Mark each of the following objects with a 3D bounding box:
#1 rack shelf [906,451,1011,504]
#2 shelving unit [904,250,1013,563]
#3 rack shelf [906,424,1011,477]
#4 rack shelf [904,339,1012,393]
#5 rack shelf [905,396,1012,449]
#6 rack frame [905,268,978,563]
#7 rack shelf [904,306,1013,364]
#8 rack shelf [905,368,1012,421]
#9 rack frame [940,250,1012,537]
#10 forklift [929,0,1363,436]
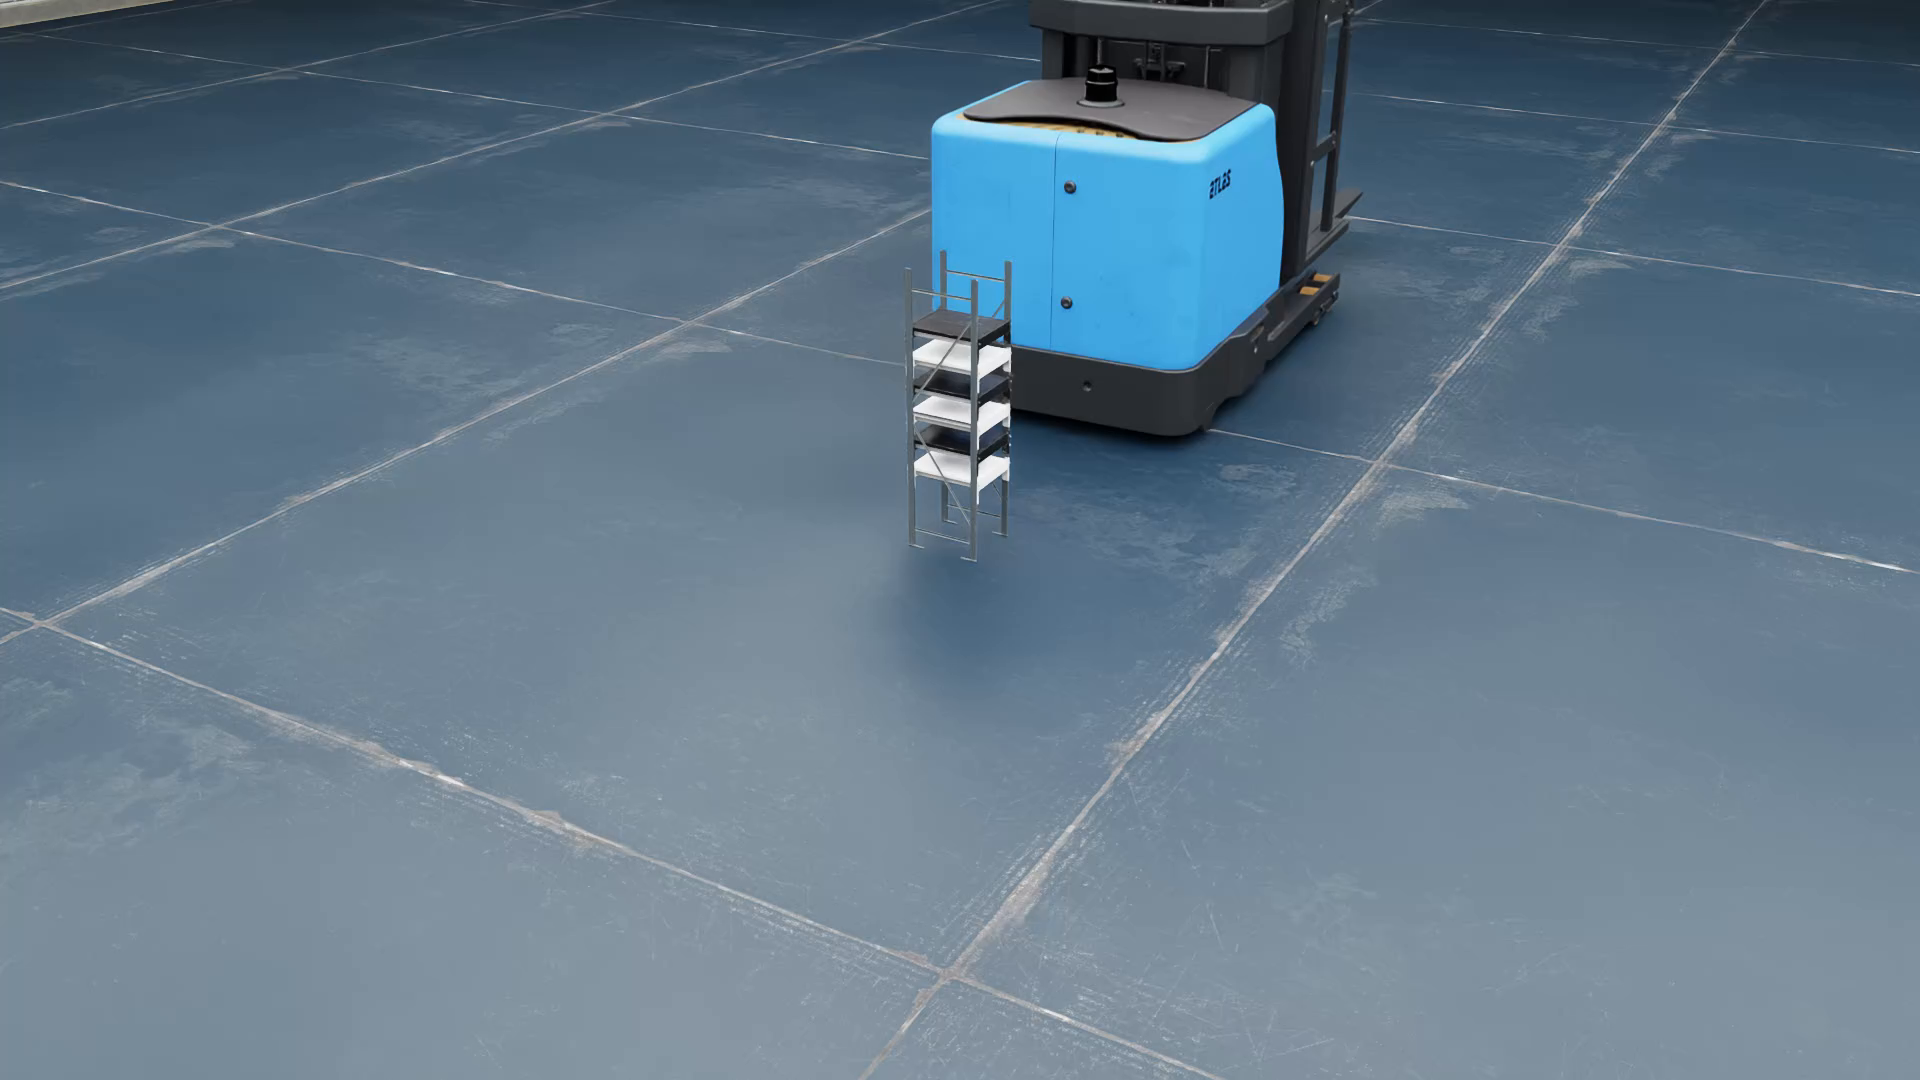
[{"bbox_3d":[-0.004,-0.208,5.138,0.258,0.077,0.200,14,30,26],"label":"rack shelf"},{"bbox_3d":[-0.004,-0.399,5.042,0.258,0.900,0.210,14,30,26],"label":"shelving unit"},{"bbox_3d":[-0.004,-0.289,5.097,0.258,0.077,0.200,14,30,26],"label":"rack shelf"},{"bbox_3d":[-0.004,-0.530,4.977,0.258,0.077,0.200,14,30,26],"label":"rack shelf"},{"bbox_3d":[-0.004,-0.369,5.057,0.258,0.077,0.200,14,30,26],"label":"rack shelf"},{"bbox_3d":[-0.054,-0.360,4.963,0.240,0.900,0.006,14,30,26],"label":"rack frame"},{"bbox_3d":[-0.004,-0.611,4.936,0.258,0.077,0.200,14,30,26],"label":"rack shelf"},{"bbox_3d":[-0.004,-0.450,5.017,0.258,0.077,0.200,14,30,26],"label":"rack shelf"},{"bbox_3d":[0.046,-0.439,5.121,0.240,0.900,0.006,14,30,26],"label":"rack frame"},{"bbox_3d":[0.999,-2.303,6.576,1.130,2.935,3.031,13,29,24],"label":"forklift"}]
